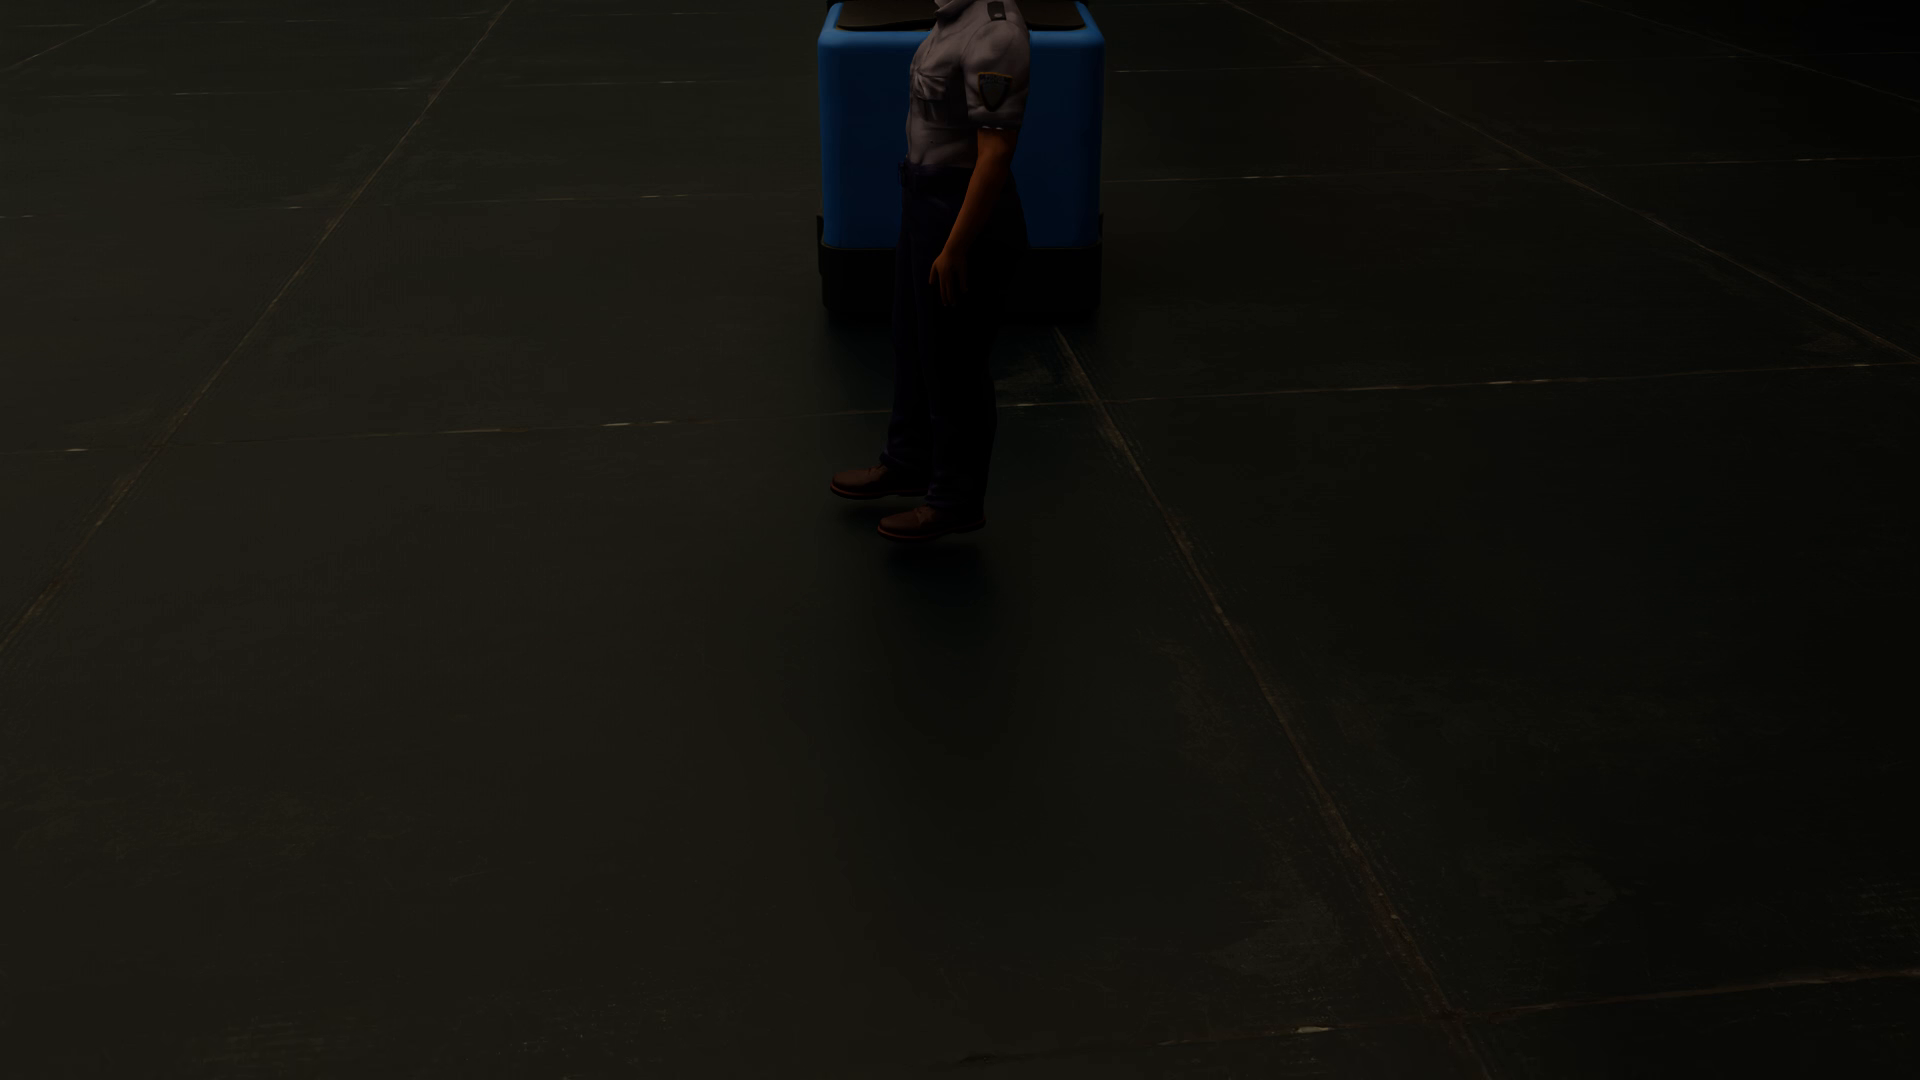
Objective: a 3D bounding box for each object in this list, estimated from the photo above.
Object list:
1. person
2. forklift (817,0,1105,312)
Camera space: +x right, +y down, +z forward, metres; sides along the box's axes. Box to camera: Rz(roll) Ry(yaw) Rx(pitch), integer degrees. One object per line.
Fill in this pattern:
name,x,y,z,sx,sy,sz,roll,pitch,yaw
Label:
person,-0.091,-0.791,4.237,0.503,1.651,0.598,-3,26,-7
forklift,-0.016,-2.767,6.970,1.130,2.935,3.031,0,26,-1
